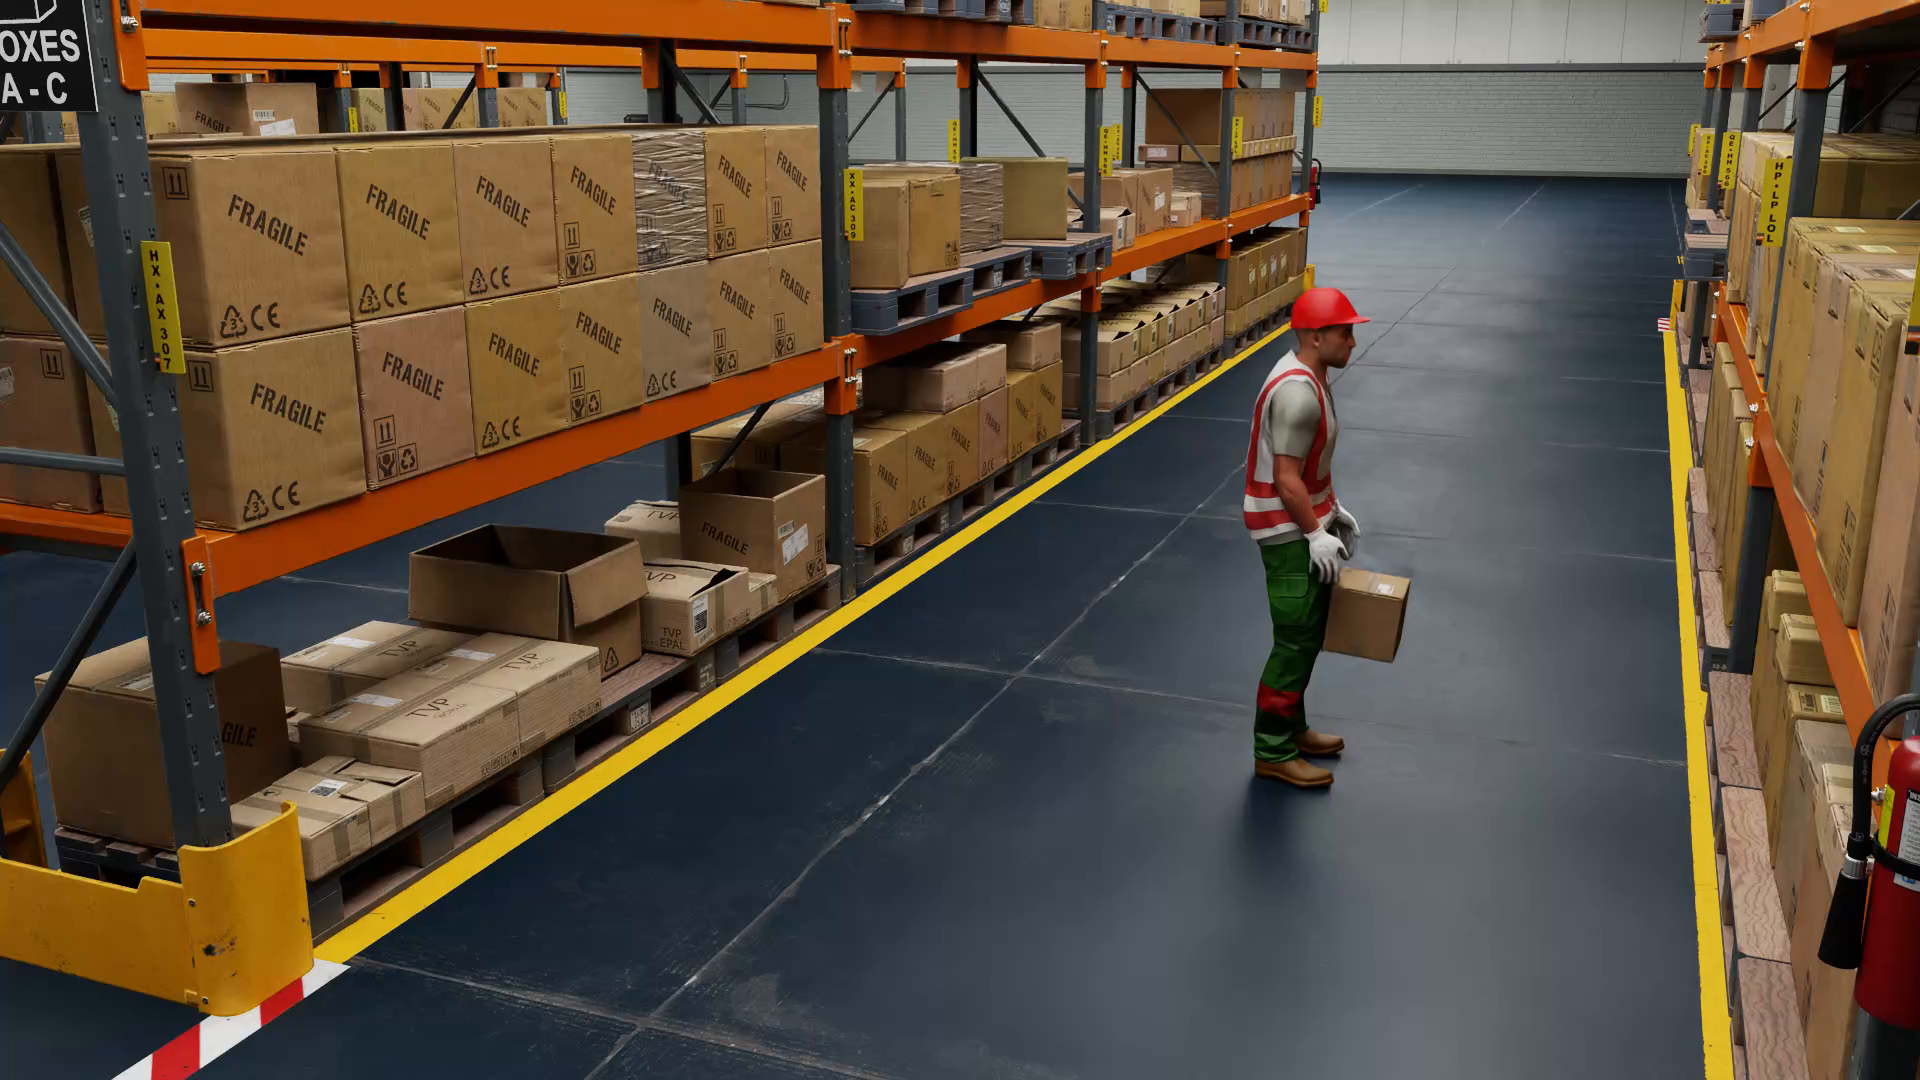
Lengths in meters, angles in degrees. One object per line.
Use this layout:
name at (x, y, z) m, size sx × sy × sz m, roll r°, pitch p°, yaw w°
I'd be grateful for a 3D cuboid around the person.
person at (1.245, -0.027, 6.077) m, size 0.404 × 1.787 × 0.547 m, roll 6°, pitch 16°, yaw 19°
